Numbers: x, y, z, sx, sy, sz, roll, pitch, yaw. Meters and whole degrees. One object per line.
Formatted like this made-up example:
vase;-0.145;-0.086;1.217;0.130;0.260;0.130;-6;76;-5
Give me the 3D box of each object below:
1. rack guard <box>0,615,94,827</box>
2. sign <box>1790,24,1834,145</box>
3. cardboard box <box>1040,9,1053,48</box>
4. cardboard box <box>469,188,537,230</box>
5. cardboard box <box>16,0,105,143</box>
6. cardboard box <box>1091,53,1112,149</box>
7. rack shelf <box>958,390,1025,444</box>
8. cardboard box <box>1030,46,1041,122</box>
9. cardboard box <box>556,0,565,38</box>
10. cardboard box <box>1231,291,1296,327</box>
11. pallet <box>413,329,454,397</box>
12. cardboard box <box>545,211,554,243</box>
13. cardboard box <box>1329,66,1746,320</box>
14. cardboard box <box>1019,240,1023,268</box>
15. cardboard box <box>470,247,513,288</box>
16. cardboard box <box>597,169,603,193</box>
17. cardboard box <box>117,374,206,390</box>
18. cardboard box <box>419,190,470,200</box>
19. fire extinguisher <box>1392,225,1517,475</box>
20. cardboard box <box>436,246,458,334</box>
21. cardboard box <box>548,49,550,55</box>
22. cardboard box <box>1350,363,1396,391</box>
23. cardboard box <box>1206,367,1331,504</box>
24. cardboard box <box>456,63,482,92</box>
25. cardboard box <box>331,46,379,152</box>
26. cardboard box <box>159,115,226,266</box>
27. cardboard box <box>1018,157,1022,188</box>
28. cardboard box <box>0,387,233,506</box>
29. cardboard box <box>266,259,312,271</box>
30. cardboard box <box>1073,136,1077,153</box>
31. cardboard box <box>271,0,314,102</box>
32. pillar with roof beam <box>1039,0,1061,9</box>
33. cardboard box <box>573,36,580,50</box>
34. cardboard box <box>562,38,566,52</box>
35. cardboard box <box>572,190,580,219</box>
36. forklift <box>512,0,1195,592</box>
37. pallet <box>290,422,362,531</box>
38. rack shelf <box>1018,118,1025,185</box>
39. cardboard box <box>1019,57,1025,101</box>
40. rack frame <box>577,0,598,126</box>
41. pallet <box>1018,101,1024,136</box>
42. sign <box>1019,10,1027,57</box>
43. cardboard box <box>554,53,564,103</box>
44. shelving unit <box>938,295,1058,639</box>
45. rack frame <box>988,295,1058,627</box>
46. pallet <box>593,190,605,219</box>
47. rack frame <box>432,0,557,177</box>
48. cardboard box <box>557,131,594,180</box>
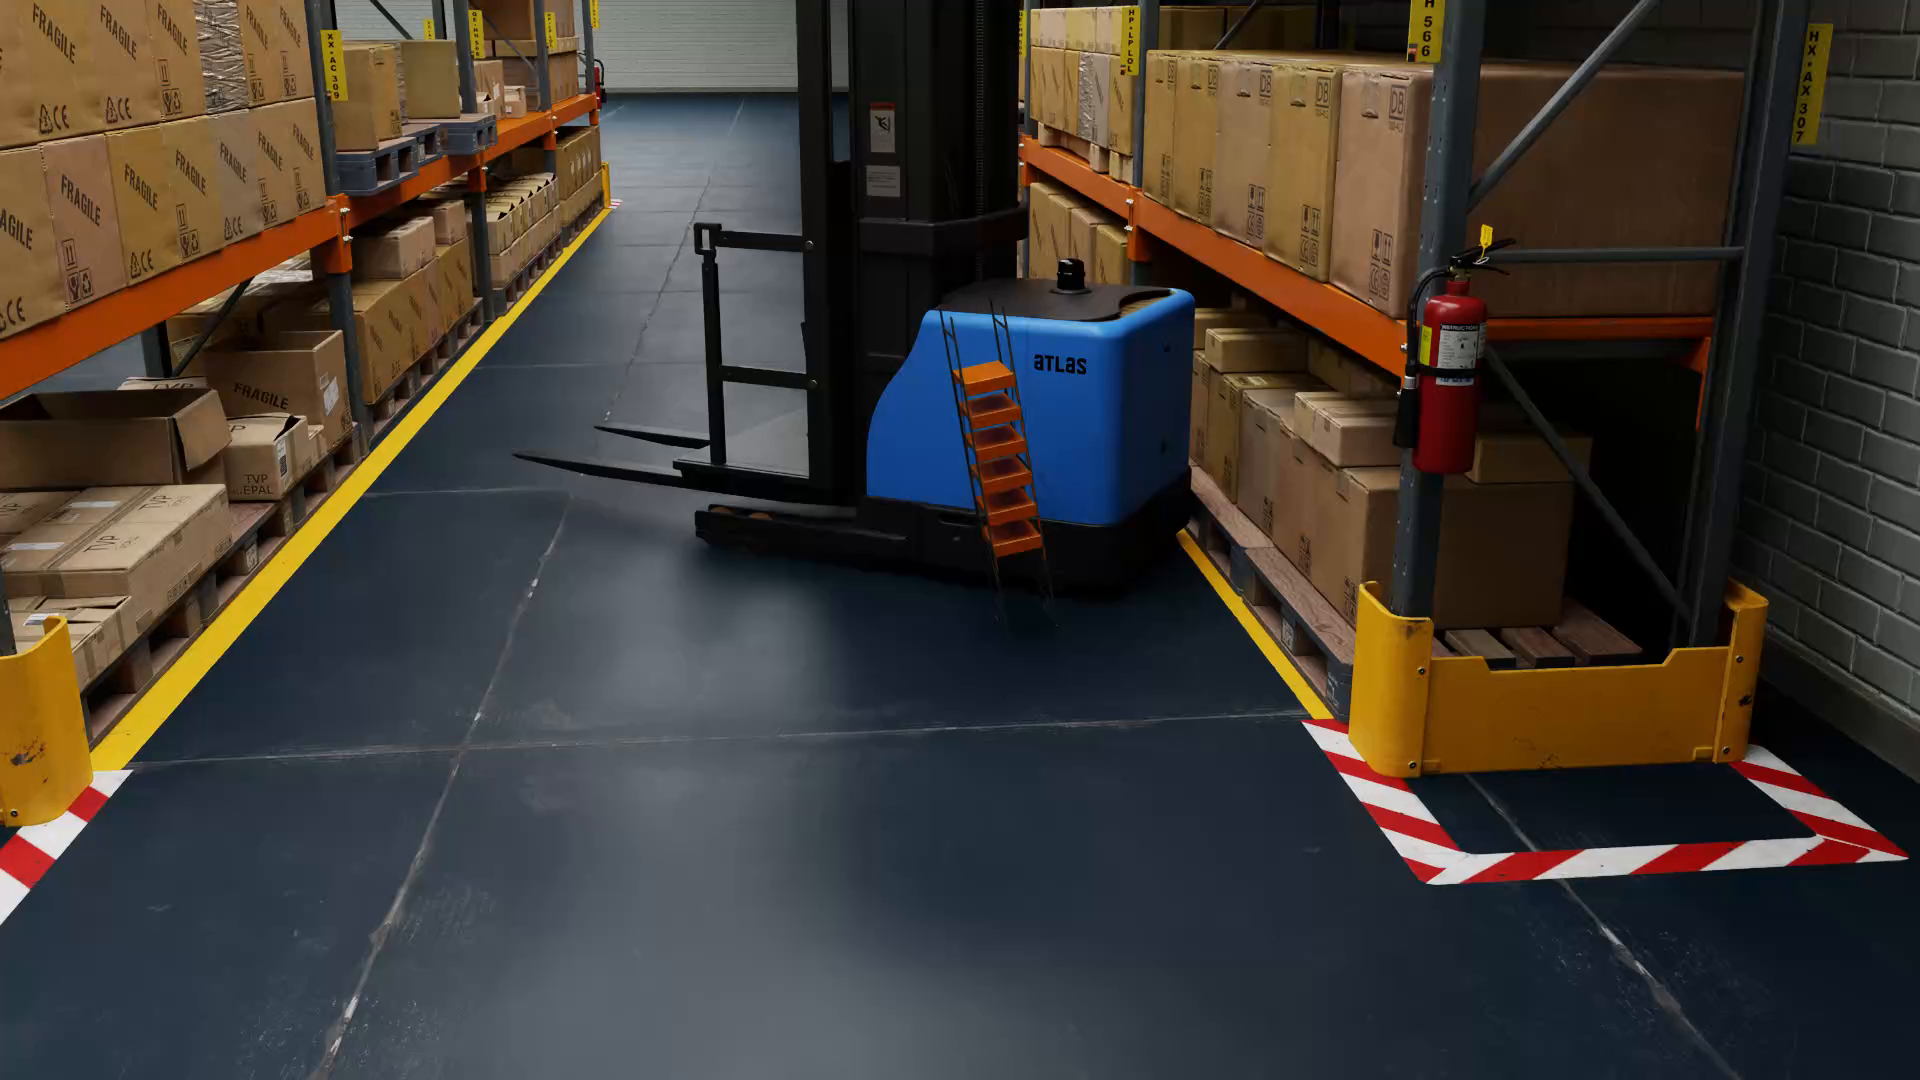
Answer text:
rack guard;-3.131;0.524;4.673;1.175;0.500;0.348;-2;18;-6
sign;2.356;-1.266;4.625;0.100;0.325;0.005;-2;18;-6
cardboard box;0.825;-3.437;11.169;0.500;0.250;0.500;-2;18;-6
cardboard box;-3.877;-2.812;14.079;0.500;0.311;0.500;-2;18;-6
cardboard box;-2.968;-1.467;5.004;0.500;0.500;0.500;-2;18;-5
cardboard box;1.030;-2.472;9.348;0.500;0.500;0.500;-2;18;-5
rack shelf;0.107;-0.437;5.895;0.180;0.103;0.258;-13;19;-7
cardboard box;0.774;-3.230;11.761;0.500;0.500;0.500;-1;17;-4
cardboard box;-4.620;-5.618;17.730;0.700;0.500;0.500;-2;18;-5
cardboard box;1.549;-1.132;8.165;0.380;0.149;0.250;-2;18;-6
pallet;-3.786;-1.113;10.369;1.003;0.211;1.213;-2;18;-6
cardboard box;-3.979;-2.844;15.118;0.500;0.250;0.500;-2;18;-6
cardboard box;1.741;-1.095;5.156;0.980;0.700;0.700;-1;17;-3
cardboard box;0.852;-2.414;13.296;0.700;0.500;0.500;-2;17;-5
cardboard box;-3.710;-2.083;12.694;0.500;0.250;0.500;-2;18;-6
cardboard box;-4.424;-4.151;19.280;0.500;0.250;0.500;-2;18;-6
cardboard box;-3.708;-0.633;7.940;0.500;0.311;0.500;-2;18;-6
cardboard box;-4.406;-2.788;14.004;0.500;0.311;0.500;-1;17;-4
fire extinguisher;1.360;-0.526;4.597;0.296;0.674;0.183;-2;18;-6
cardboard box;-3.565;-1.621;10.772;0.500;0.500;0.500;-2;18;-8
cardboard box;-4.279;-4.894;16.508;0.380;0.149;0.250;-2;18;-6
cardboard box;1.739;-0.593;6.447;0.380;0.149;0.250;-2;17;-5
cardboard box;1.466;-0.471;7.141;0.700;0.500;0.500;-1;17;-4
cardboard box;-4.138;-3.577;13.394;0.500;0.500;0.500;-3;18;-9
cardboard box;-3.362;-2.234;8.416;0.700;0.500;0.500;-8;19;-24
cardboard box;-3.064;-1.286;6.099;0.500;0.500;0.500;-2;17;-5
cardboard box;0.765;-3.246;14.694;0.500;0.250;0.500;-2;18;-7
cardboard box;-3.337;-0.297;6.548;0.797;0.503;0.637;-2;18;-6
cardboard box;-4.020;-1.442;10.200;0.500;0.500;0.500;-2;18;-8
cardboard box;0.943;-2.585;10.791;0.380;0.149;0.250;-2;17;-5
cardboard box;-3.226;-2.220;7.404;0.500;0.500;0.500;-2;18;-5
pillar with roof beam;-3.196;-8.114;18.000;9.100;9.000;0.400;-2;18;-6
cardboard box;-4.544;-5.662;18.955;0.380;0.149;0.250;-2;18;-7
cardboard box;-4.409;-5.276;17.726;0.380;0.149;0.250;-1;17;-4
cardboard box;-4.154;-3.406;16.909;0.500;0.250;0.500;-2;18;-6
forklift;-0.566;-1.479;6.995;3.031;2.935;1.130;8;19;24
pallet;-3.466;-0.302;7.789;1.003;0.211;1.213;-2;18;-6
rack shelf;0.772;-3.436;14.315;1.077;0.370;4.000;-2;18;-6
cardboard box;0.836;-3.747;13.202;0.700;0.500;0.500;-3;18;-11
rack frame;-4.773;-5.413;19.411;1.000;3.000;0.127;-2;18;-6
pallet;0.799;-3.301;13.004;1.213;0.211;1.003;-2;18;-6
sign;0.440;-3.679;12.086;0.100;0.325;0.005;-2;18;-6
cardboard box;-4.576;-4.860;17.482;0.700;0.500;0.500;-1;17;-4
shelving unit;0.141;-0.255;5.959;0.189;1.200;0.258;-13;19;-7
rack frame;0.229;-0.275;5.971;0.006;1.200;0.240;-13;19;-7
pallet;-4.653;-3.856;19.107;1.003;0.211;1.213;-2;18;-6
rack frame;-4.361;-4.221;15.615;1.000;3.000;0.127;-2;18;-6
cardboard box;-4.304;-4.211;18.220;0.500;0.500;0.500;-2;18;-6
